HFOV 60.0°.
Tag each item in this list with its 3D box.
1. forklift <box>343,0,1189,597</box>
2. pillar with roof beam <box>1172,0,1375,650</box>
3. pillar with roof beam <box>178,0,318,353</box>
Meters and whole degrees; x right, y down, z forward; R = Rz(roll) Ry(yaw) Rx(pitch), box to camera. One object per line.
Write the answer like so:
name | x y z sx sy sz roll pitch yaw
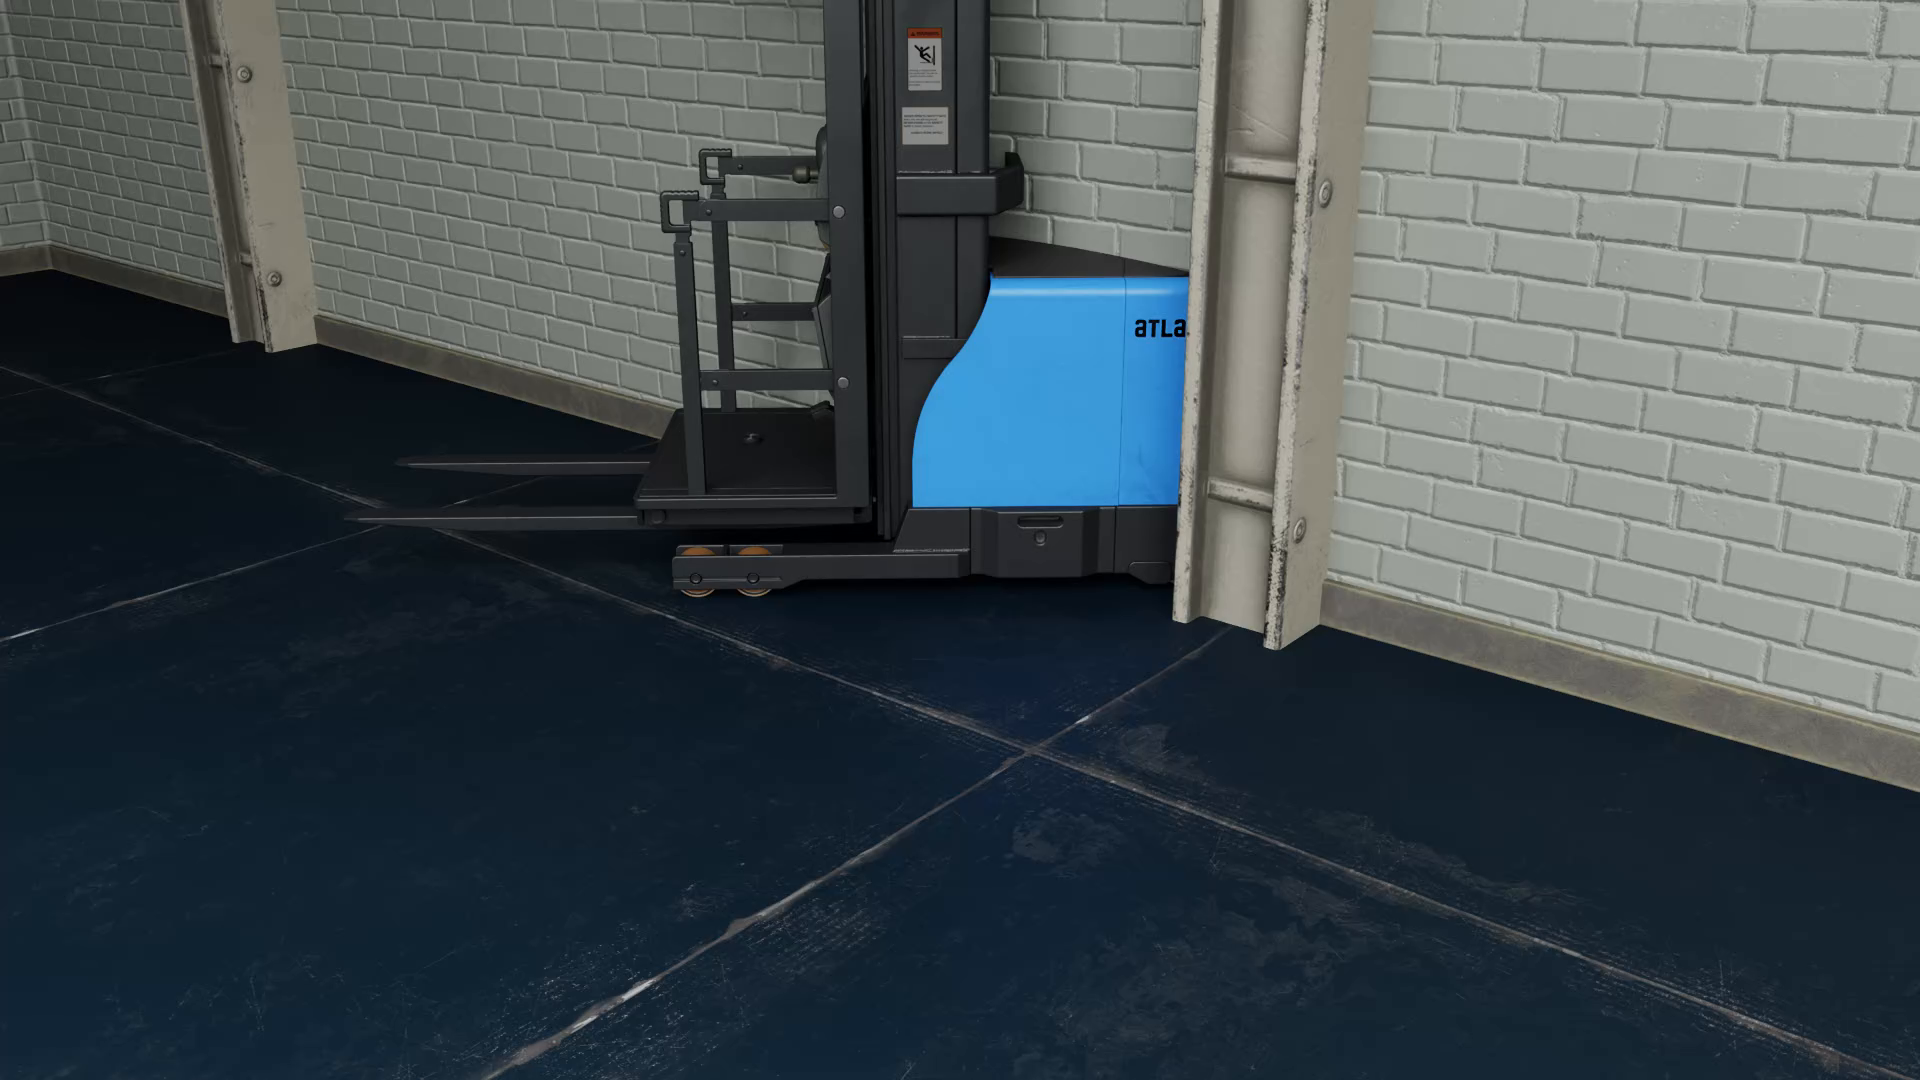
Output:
forklift | -0.624 -1.366 5.637 3.031 2.935 1.130 0 21 -1
pillar with roof beam | -1.776 -2.771 0.763 0.400 9.000 9.100 16 26 36
pillar with roof beam | -6.424 -4.110 4.312 0.400 9.000 9.100 16 26 36
